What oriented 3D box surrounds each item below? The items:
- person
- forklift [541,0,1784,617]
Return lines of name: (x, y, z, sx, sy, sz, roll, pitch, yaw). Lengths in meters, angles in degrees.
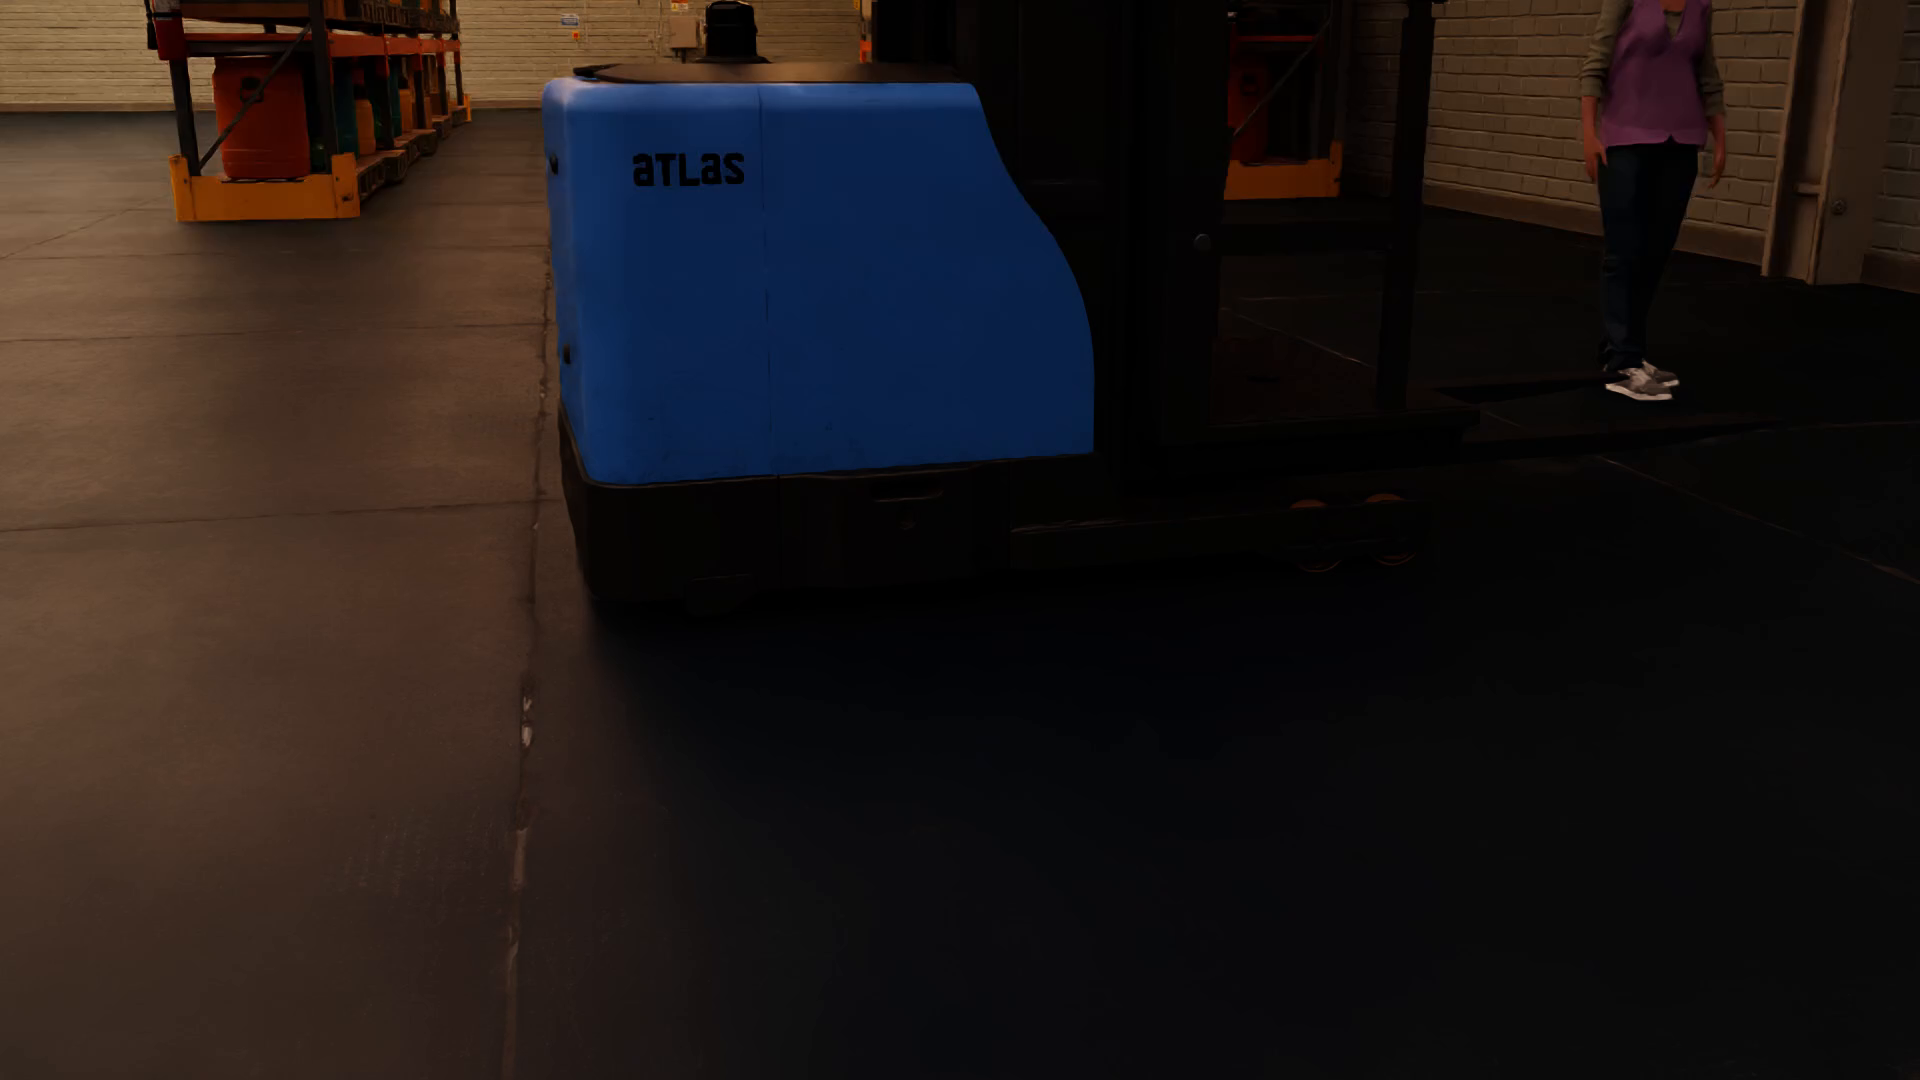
person: (2.346, -1.279, 5.523, 0.497, 1.598, 0.543, -2, 17, -6)
forklift: (0.574, -1.468, 3.812, 3.031, 2.935, 1.130, -5, 17, -16)
